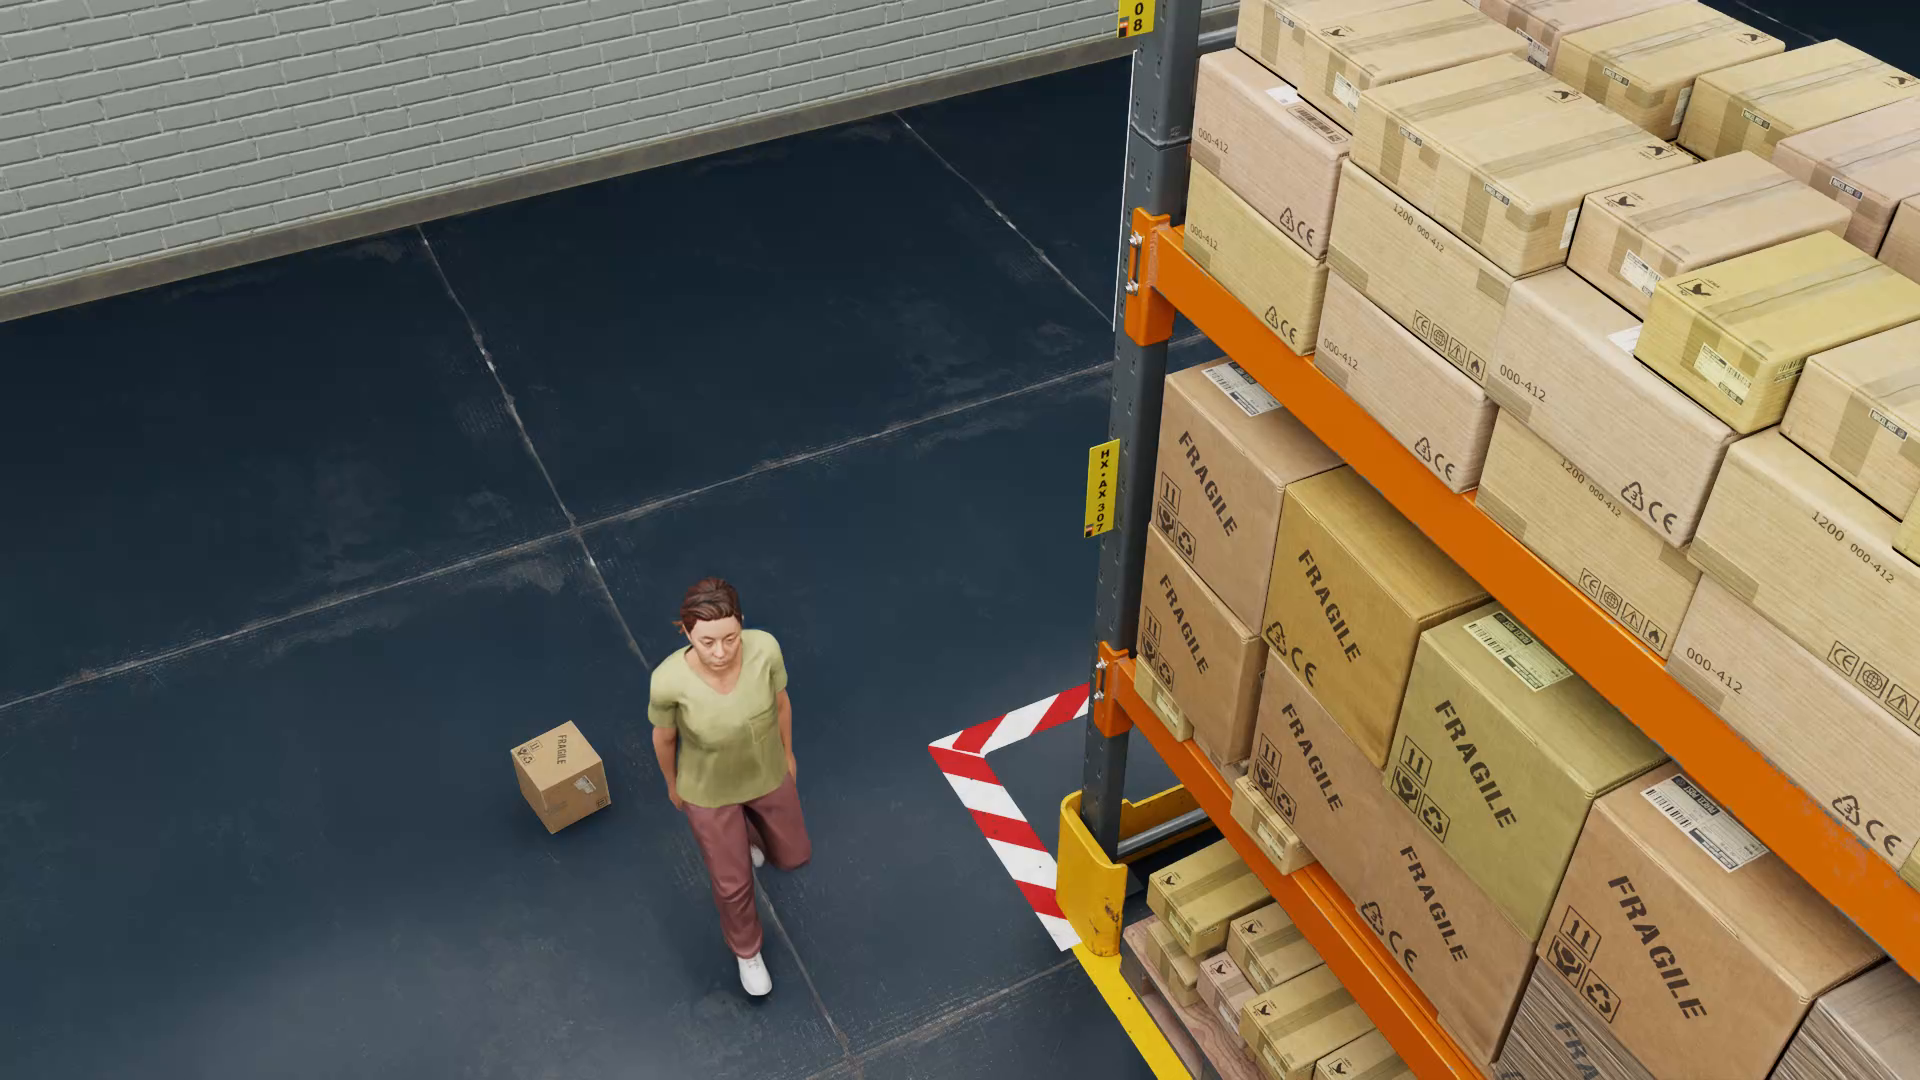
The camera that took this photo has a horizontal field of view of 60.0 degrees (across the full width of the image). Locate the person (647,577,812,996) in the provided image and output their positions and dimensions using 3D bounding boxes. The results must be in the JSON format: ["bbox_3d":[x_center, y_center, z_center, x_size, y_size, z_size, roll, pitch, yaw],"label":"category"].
[{"bbox_3d":[-0.745,0.724,5.318,0.442,1.653,0.658,-17,44,-19],"label":"person"}]
